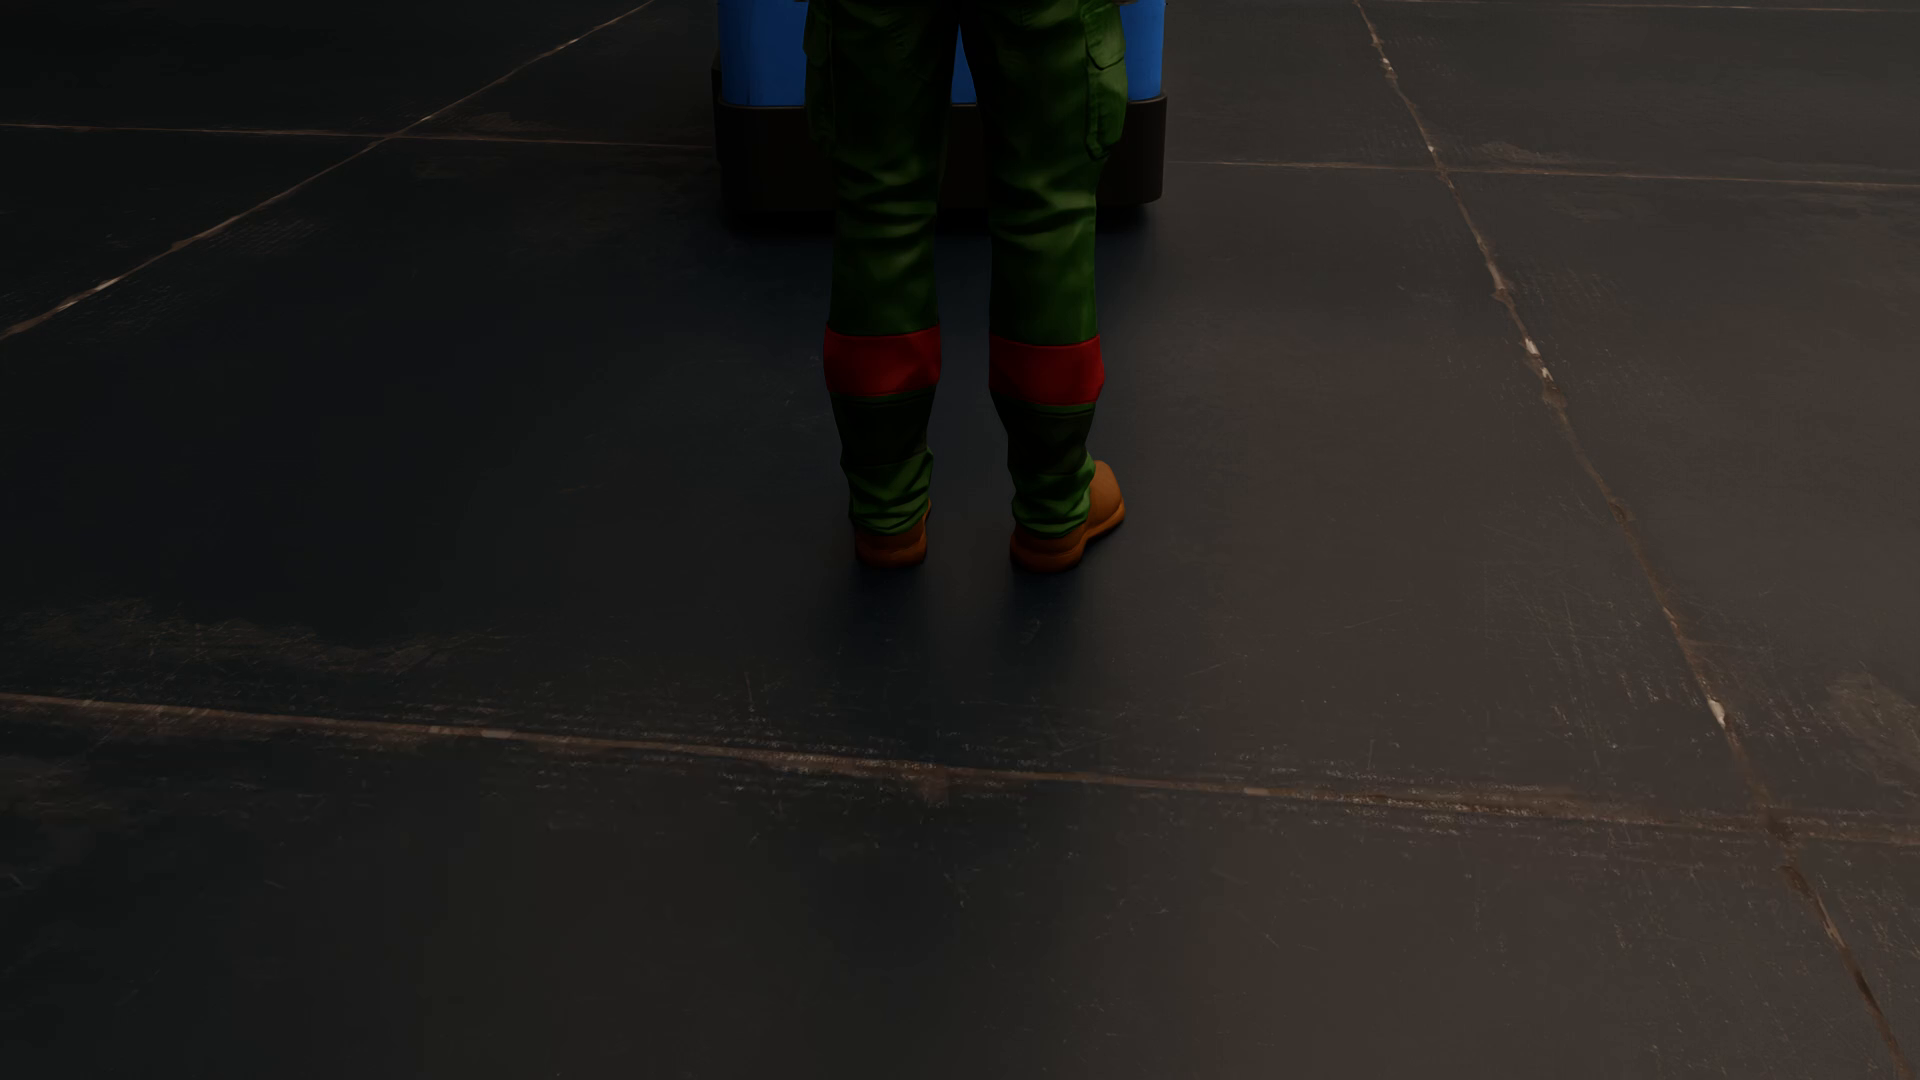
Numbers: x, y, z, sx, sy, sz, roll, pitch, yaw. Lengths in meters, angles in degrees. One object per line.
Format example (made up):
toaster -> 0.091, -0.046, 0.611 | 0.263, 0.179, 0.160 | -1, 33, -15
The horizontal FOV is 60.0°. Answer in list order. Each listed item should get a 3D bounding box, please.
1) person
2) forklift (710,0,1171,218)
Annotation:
person -> -0.008, -0.806, 2.111 | 0.536, 1.795, 0.370 | 3, 27, 7
forklift -> -0.130, -2.674, 4.576 | 1.130, 2.935, 3.031 | -2, 27, -3
